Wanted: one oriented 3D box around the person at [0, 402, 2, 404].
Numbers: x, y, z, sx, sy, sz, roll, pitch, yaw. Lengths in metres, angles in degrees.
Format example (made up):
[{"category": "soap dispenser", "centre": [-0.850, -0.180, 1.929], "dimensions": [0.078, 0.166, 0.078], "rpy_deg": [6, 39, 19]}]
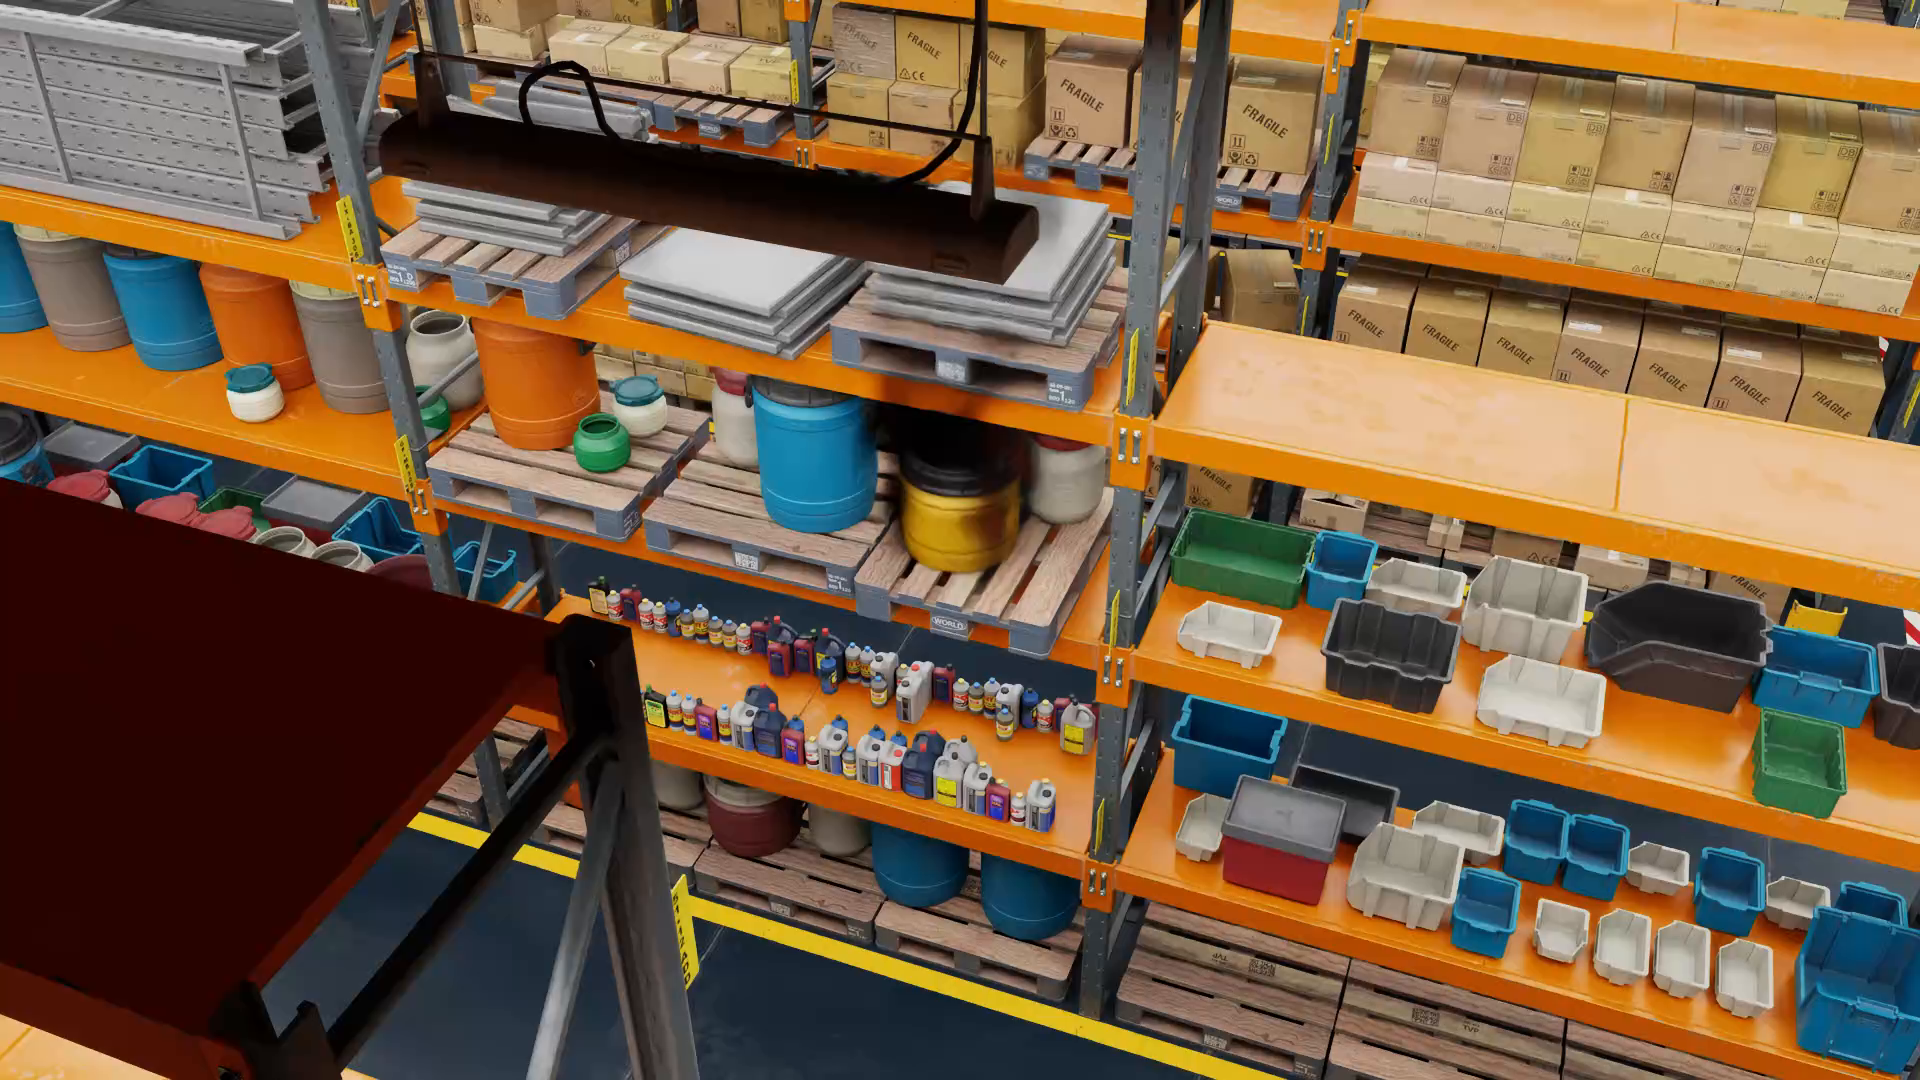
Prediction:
[{"category": "person", "centre": [-7.924, -1.135, 13.467], "dimensions": [0.825, 1.771, 0.633], "rpy_deg": [9, 37, 12]}]
